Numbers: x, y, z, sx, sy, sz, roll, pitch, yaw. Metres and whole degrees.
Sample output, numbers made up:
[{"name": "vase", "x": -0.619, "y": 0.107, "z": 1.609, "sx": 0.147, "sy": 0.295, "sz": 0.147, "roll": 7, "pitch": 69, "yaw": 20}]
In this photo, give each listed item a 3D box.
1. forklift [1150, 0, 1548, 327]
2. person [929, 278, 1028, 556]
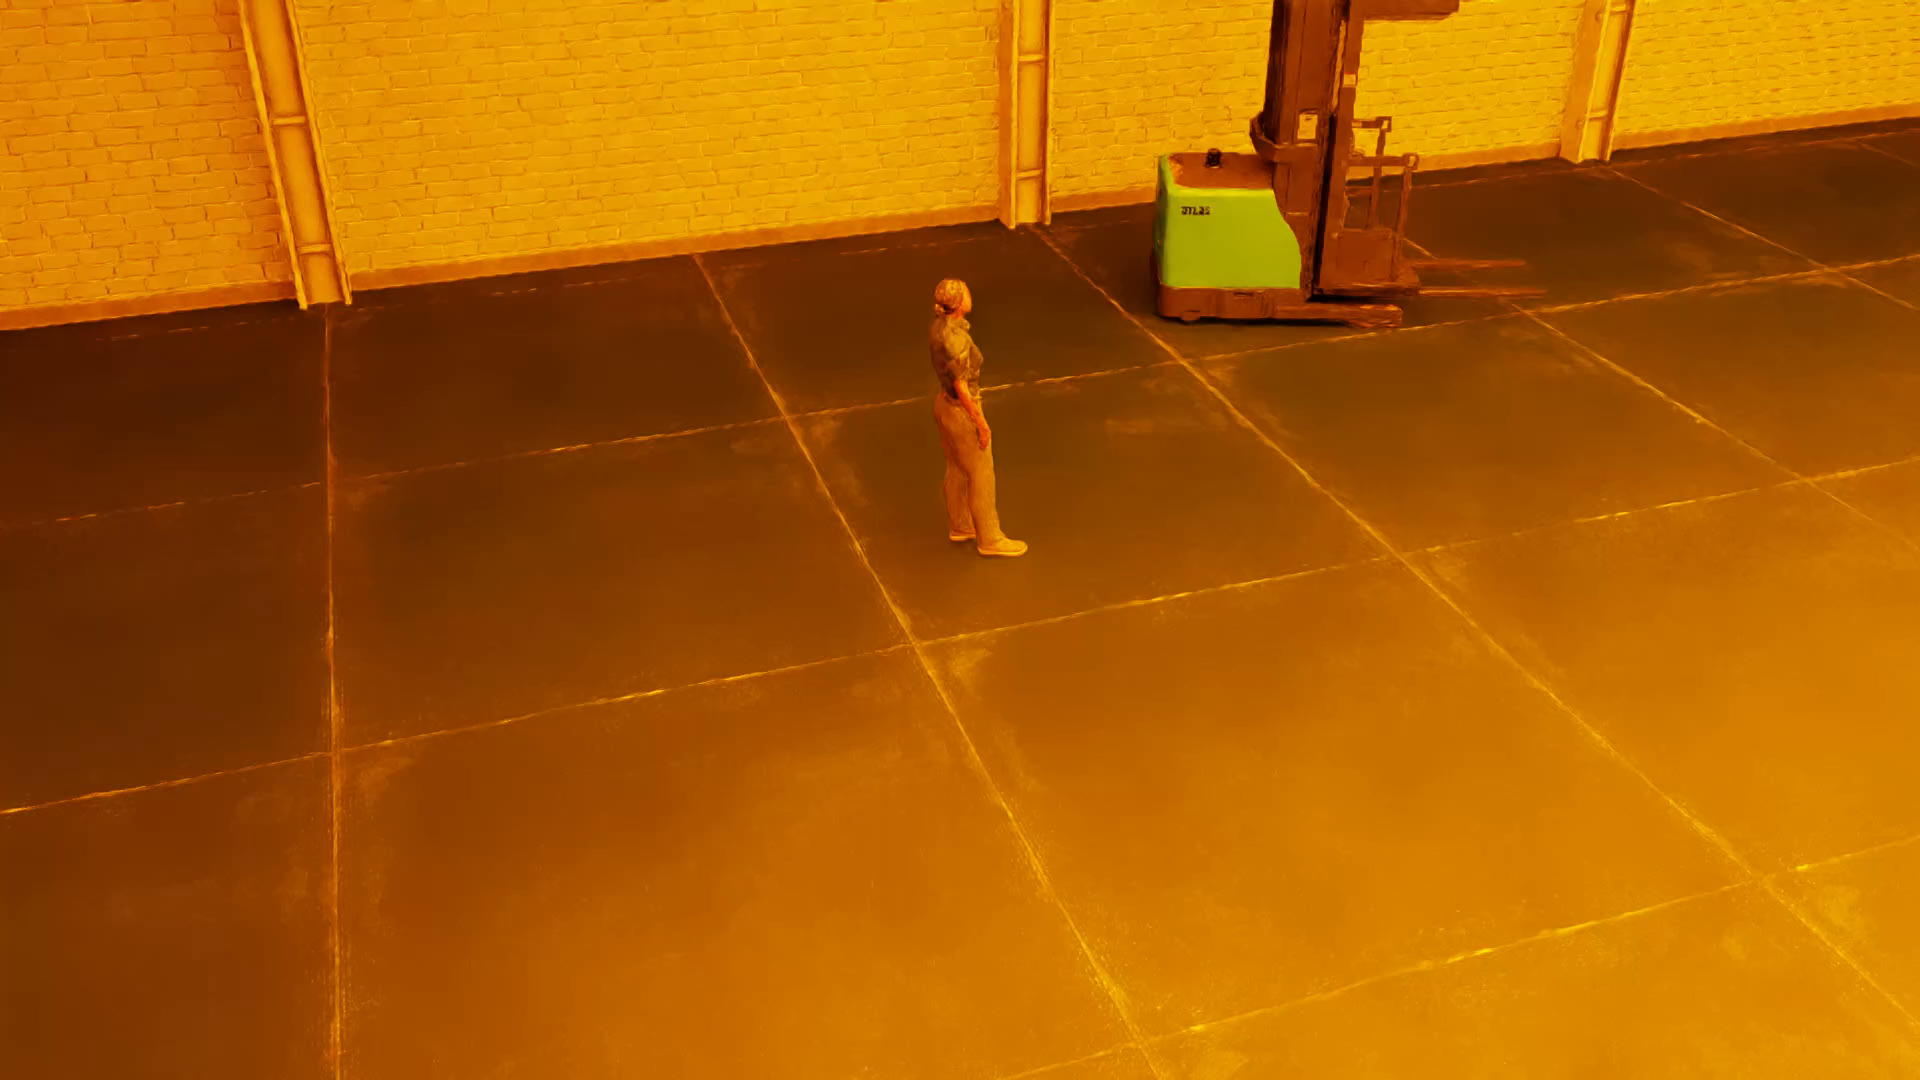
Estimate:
[{"name": "forklift", "x": 3.068, "y": -3.189, "z": 12.629, "sx": 3.031, "sy": 2.935, "sz": 1.130, "roll": 1, "pitch": 30, "yaw": 1}, {"name": "person", "x": 0.089, "y": -0.728, "z": 9.618, "sx": 0.503, "sy": 1.654, "sz": 0.570, "roll": -10, "pitch": 31, "yaw": -16}]
